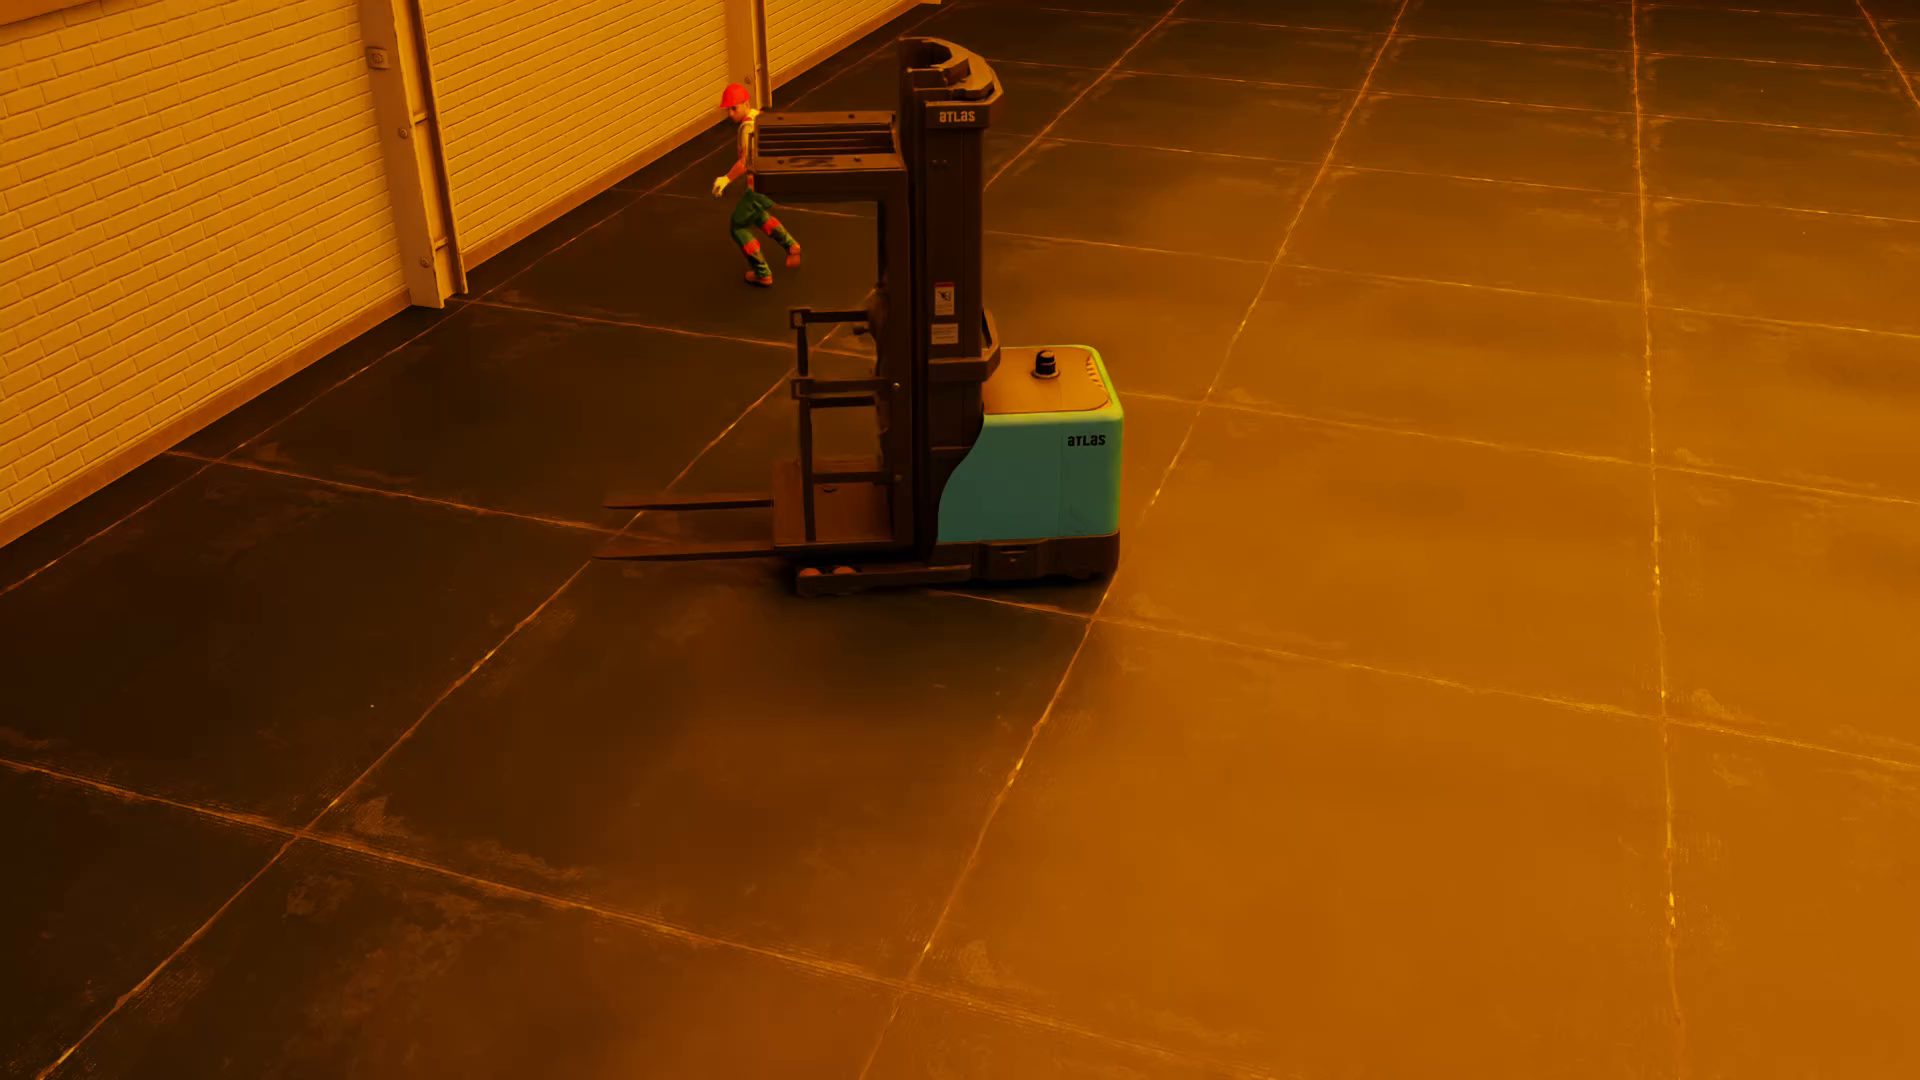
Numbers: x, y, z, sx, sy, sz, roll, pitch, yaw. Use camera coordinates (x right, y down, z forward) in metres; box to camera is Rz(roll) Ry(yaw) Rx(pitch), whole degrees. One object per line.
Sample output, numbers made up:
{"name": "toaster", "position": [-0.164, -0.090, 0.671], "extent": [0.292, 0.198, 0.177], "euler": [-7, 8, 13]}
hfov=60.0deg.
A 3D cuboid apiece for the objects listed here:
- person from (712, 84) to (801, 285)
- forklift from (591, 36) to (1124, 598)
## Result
{"name": "person", "position": [-1.628, -2.935, 13.691], "extent": [0.501, 1.644, 1.020], "euler": [9, 31, 16]}
{"name": "forklift", "position": [-0.625, -1.218, 9.272], "extent": [3.031, 2.935, 1.130], "euler": [-3, 30, -5]}
